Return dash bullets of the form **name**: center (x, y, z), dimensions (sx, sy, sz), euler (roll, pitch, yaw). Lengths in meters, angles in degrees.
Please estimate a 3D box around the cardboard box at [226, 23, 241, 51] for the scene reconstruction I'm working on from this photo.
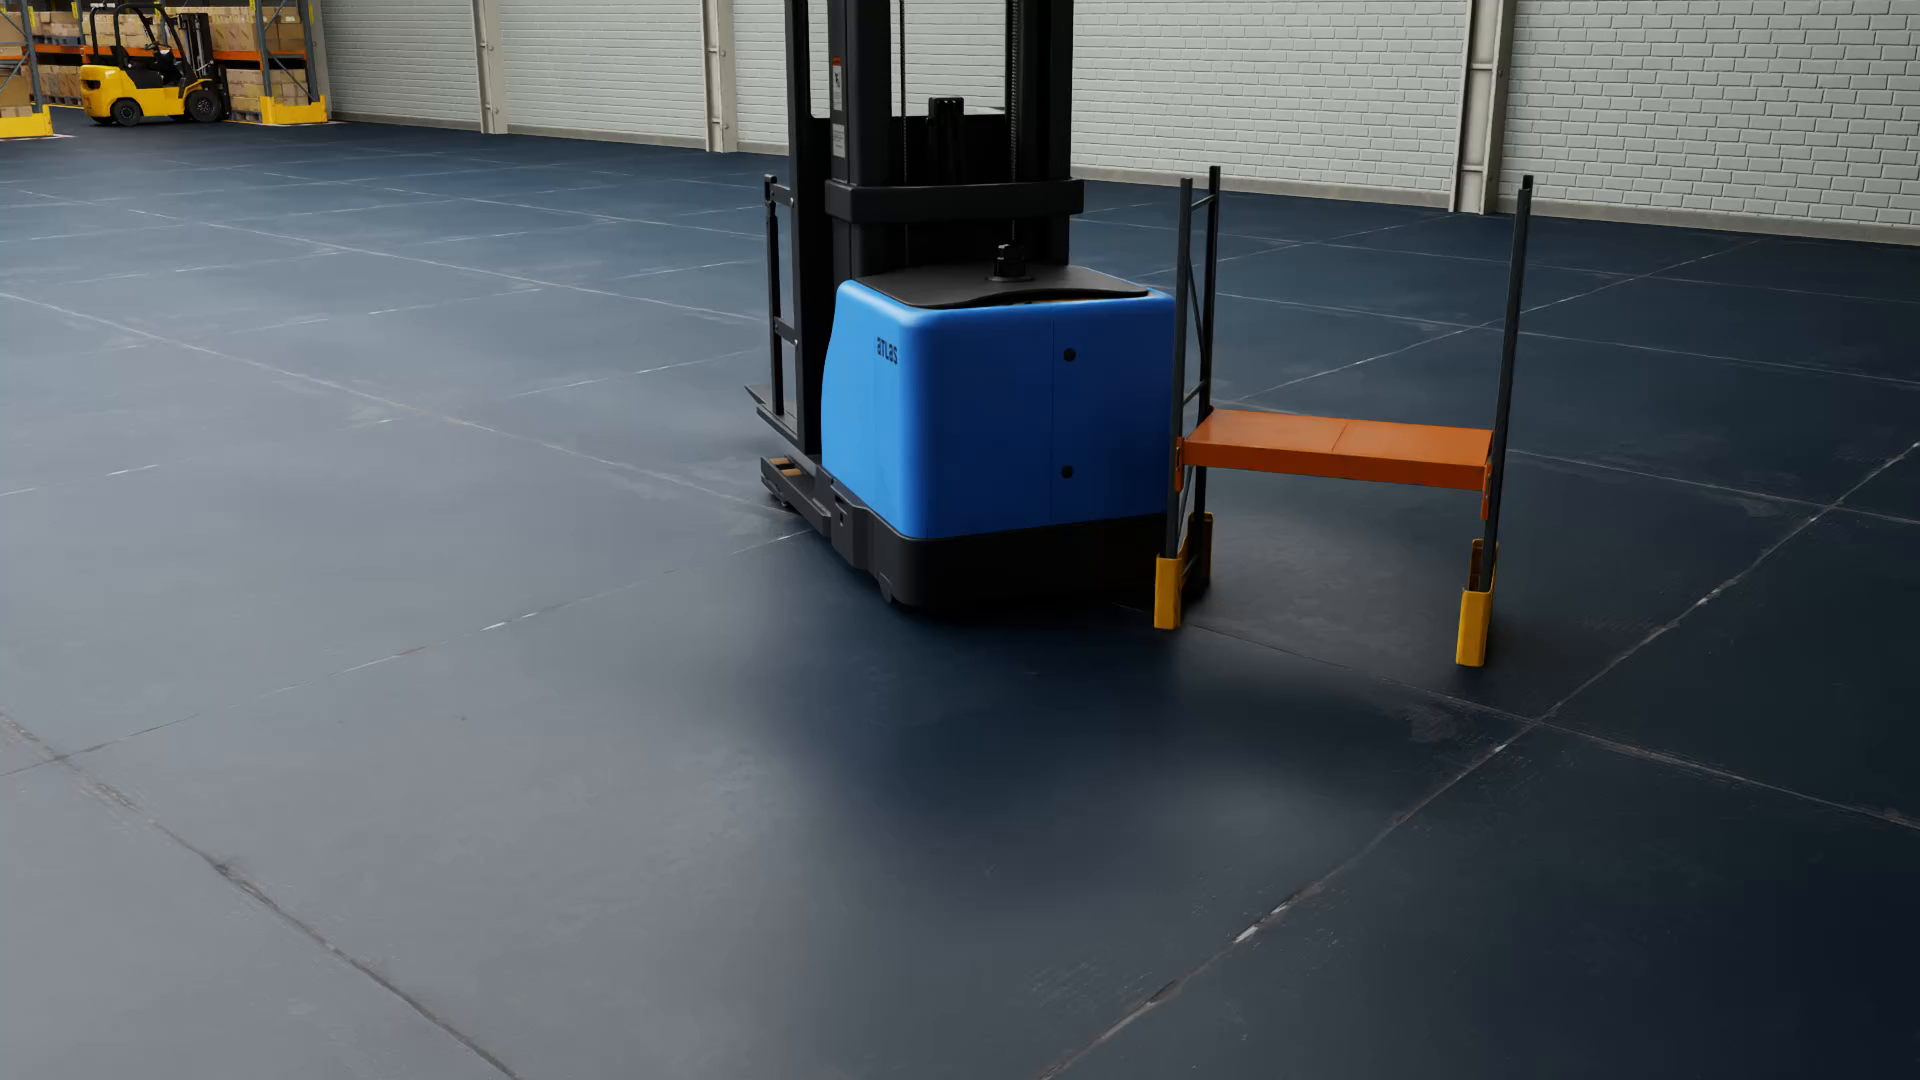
- **cardboard box**: center (-13.561, -9.553, 31.588), dimensions (0.500, 0.500, 0.500), euler (16, 24, 41)

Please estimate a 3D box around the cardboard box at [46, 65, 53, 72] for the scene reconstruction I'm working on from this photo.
- **cardboard box**: center (-20.502, -10.706, 37.754), dimensions (0.250, 0.149, 0.380), euler (16, 24, 41)

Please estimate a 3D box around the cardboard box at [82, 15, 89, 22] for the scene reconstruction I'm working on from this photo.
- **cardboard box**: center (-18.577, -11.192, 35.680), dimensions (0.250, 0.149, 0.380), euler (16, 24, 41)

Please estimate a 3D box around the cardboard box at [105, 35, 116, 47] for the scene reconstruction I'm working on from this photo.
- **cardboard box**: center (-17.687, -10.546, 35.130), dimensions (0.500, 0.250, 0.500), euler (14, 22, 38)

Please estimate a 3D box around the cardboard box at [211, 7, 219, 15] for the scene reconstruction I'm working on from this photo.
- **cardboard box**: center (-14.065, -10.116, 31.798), dimensions (0.250, 0.149, 0.380), euler (16, 23, 40)

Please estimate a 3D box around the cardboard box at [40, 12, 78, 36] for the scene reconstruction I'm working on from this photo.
- **cardboard box**: center (-19.964, -11.501, 37.027), dimensions (0.637, 0.503, 0.797), euler (14, 23, 38)

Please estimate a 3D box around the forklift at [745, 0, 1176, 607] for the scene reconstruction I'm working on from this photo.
- **forklift**: center (-0.222, -1.574, 6.725), dimensions (1.130, 2.935, 3.031), euler (-7, 19, -20)

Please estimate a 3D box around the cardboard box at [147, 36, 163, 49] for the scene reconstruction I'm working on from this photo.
- **cardboard box**: center (-16.179, -10.133, 33.829), dimensions (0.500, 0.250, 0.500), euler (16, 23, 40)

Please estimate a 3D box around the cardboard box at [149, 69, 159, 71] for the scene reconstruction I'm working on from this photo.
- **cardboard box**: center (-17.165, -9.641, 35.263), dimensions (0.625, 0.625, 0.875), euler (14, 22, 37)

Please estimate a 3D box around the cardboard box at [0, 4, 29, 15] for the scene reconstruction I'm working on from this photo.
- **cardboard box**: center (-22.549, -12.556, 39.732), dimensions (0.500, 0.500, 0.500), euler (14, 23, 38)

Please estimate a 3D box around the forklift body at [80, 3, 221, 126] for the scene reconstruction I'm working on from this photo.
- **forklift body**: center (-15.266, -8.923, 31.171), dimensions (1.214, 2.155, 2.313), euler (15, 23, 39)

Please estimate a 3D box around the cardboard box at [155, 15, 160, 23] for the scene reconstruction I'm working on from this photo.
- **cardboard box**: center (-16.031, -10.538, 33.619), dimensions (0.250, 0.149, 0.380), euler (16, 24, 41)

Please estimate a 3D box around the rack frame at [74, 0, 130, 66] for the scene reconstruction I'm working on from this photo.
- **rack frame**: center (-18.620, -10.966, 36.205), dimensions (0.127, 3.000, 1.000), euler (15, 23, 39)

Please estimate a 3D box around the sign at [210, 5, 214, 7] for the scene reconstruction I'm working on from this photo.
- **sign**: center (-15.261, -10.739, 33.928), dimensions (0.005, 0.325, 0.100), euler (15, 23, 39)

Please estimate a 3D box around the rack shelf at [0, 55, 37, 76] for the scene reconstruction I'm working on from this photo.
- **rack shelf**: center (-17.424, -8.294, 28.977), dimensions (4.000, 0.370, 1.077), euler (15, 23, 39)

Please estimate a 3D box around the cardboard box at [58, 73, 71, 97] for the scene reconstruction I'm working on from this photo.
- **cardboard box**: center (-19.839, -10.218, 37.287), dimensions (0.500, 0.500, 0.500), euler (16, 24, 42)

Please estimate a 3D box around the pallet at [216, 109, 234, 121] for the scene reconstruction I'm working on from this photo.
- **pallet**: center (-14.144, -8.419, 32.791), dimensions (1.213, 0.211, 1.003), euler (15, 23, 39)

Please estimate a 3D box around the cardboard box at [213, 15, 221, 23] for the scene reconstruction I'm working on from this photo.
- **cardboard box**: center (-14.057, -9.974, 31.844), dimensions (0.250, 0.149, 0.380), euler (15, 23, 40)

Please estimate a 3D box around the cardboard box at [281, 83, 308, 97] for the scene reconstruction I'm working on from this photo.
- **cardboard box**: center (-12.850, -8.629, 31.866), dimensions (0.500, 0.250, 0.500), euler (16, 23, 40)

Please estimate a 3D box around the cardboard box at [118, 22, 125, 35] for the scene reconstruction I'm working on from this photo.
- **cardboard box**: center (-17.298, -10.681, 34.730), dimensions (0.500, 0.250, 0.500), euler (15, 23, 40)

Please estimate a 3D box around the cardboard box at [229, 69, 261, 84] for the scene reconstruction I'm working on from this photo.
- **cardboard box**: center (-13.574, -8.849, 31.733), dimensions (0.500, 0.250, 0.500), euler (16, 23, 40)

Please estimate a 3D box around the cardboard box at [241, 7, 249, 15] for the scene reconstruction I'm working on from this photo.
- **cardboard box**: center (-13.249, -9.925, 31.196), dimensions (0.250, 0.149, 0.380), euler (15, 23, 39)

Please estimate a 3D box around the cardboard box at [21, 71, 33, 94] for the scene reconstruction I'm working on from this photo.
- **cardboard box**: center (-21.399, -10.629, 38.584), dimensions (0.500, 0.500, 0.500), euler (16, 24, 42)

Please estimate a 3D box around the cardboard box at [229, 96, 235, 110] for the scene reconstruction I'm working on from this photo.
- **cardboard box**: center (-13.931, -8.476, 32.213), dimensions (0.500, 0.250, 0.500), euler (15, 23, 40)

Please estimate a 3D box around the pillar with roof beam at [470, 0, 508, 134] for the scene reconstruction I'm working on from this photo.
- **pillar with roof beam**: center (-10.929, -10.384, 24.454), dimensions (0.400, 9.000, 9.100), euler (15, 23, 39)

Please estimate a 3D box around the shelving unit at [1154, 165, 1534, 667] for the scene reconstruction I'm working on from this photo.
- **shelving unit**: center (1.264, -0.445, 5.534), dimensions (1.083, 1.500, 0.587), euler (6, 19, 19)

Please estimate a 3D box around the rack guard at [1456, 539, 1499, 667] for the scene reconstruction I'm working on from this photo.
- **rack guard**: center (1.733, 0.202, 5.563), dimensions (0.087, 0.250, 0.587), euler (6, 19, 19)

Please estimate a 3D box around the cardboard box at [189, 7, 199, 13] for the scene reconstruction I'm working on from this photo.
- **cardboard box**: center (-14.798, -10.328, 32.466), dimensions (0.250, 0.149, 0.380), euler (15, 23, 38)

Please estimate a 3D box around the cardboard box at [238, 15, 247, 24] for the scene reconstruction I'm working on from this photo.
- **cardboard box**: center (-13.293, -9.767, 31.191), dimensions (0.250, 0.149, 0.380), euler (16, 23, 40)

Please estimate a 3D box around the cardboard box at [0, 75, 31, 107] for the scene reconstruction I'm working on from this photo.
- **cardboard box**: center (-16.366, -7.712, 28.564), dimensions (0.500, 0.500, 0.500), euler (14, 22, 37)

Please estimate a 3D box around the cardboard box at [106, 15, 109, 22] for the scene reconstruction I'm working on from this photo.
- **cardboard box**: center (-17.756, -10.999, 35.074), dimensions (0.250, 0.149, 0.380), euler (15, 23, 40)

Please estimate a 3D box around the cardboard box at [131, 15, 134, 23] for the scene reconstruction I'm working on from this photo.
- **cardboard box**: center (-16.823, -10.736, 34.244), dimensions (0.250, 0.149, 0.380), euler (14, 23, 38)

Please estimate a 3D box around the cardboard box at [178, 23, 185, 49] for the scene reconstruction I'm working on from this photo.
- **cardboard box**: center (-15.069, -9.961, 32.875), dimensions (0.500, 0.500, 0.500), euler (16, 23, 40)

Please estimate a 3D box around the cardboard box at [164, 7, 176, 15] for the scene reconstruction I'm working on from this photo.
- **cardboard box**: center (-15.587, -10.530, 33.103), dimensions (0.250, 0.149, 0.380), euler (16, 23, 40)

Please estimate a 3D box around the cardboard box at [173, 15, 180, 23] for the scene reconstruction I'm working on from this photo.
- **cardboard box**: center (-15.370, -10.344, 33.009), dimensions (0.250, 0.149, 0.380), euler (16, 23, 41)

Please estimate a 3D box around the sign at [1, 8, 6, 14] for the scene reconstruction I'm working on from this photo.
- **sign**: center (-21.966, -12.057, 38.213), dimensions (0.005, 0.325, 0.100), euler (15, 23, 39)

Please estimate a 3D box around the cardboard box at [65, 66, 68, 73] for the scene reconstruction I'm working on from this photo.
- **cardboard box**: center (-19.717, -10.499, 37.102), dimensions (0.250, 0.149, 0.380), euler (16, 24, 41)

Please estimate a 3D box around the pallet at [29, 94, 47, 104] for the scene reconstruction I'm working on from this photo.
- **pallet**: center (-20.978, -10.285, 38.670), dimensions (1.213, 0.211, 1.003), euler (15, 23, 39)
